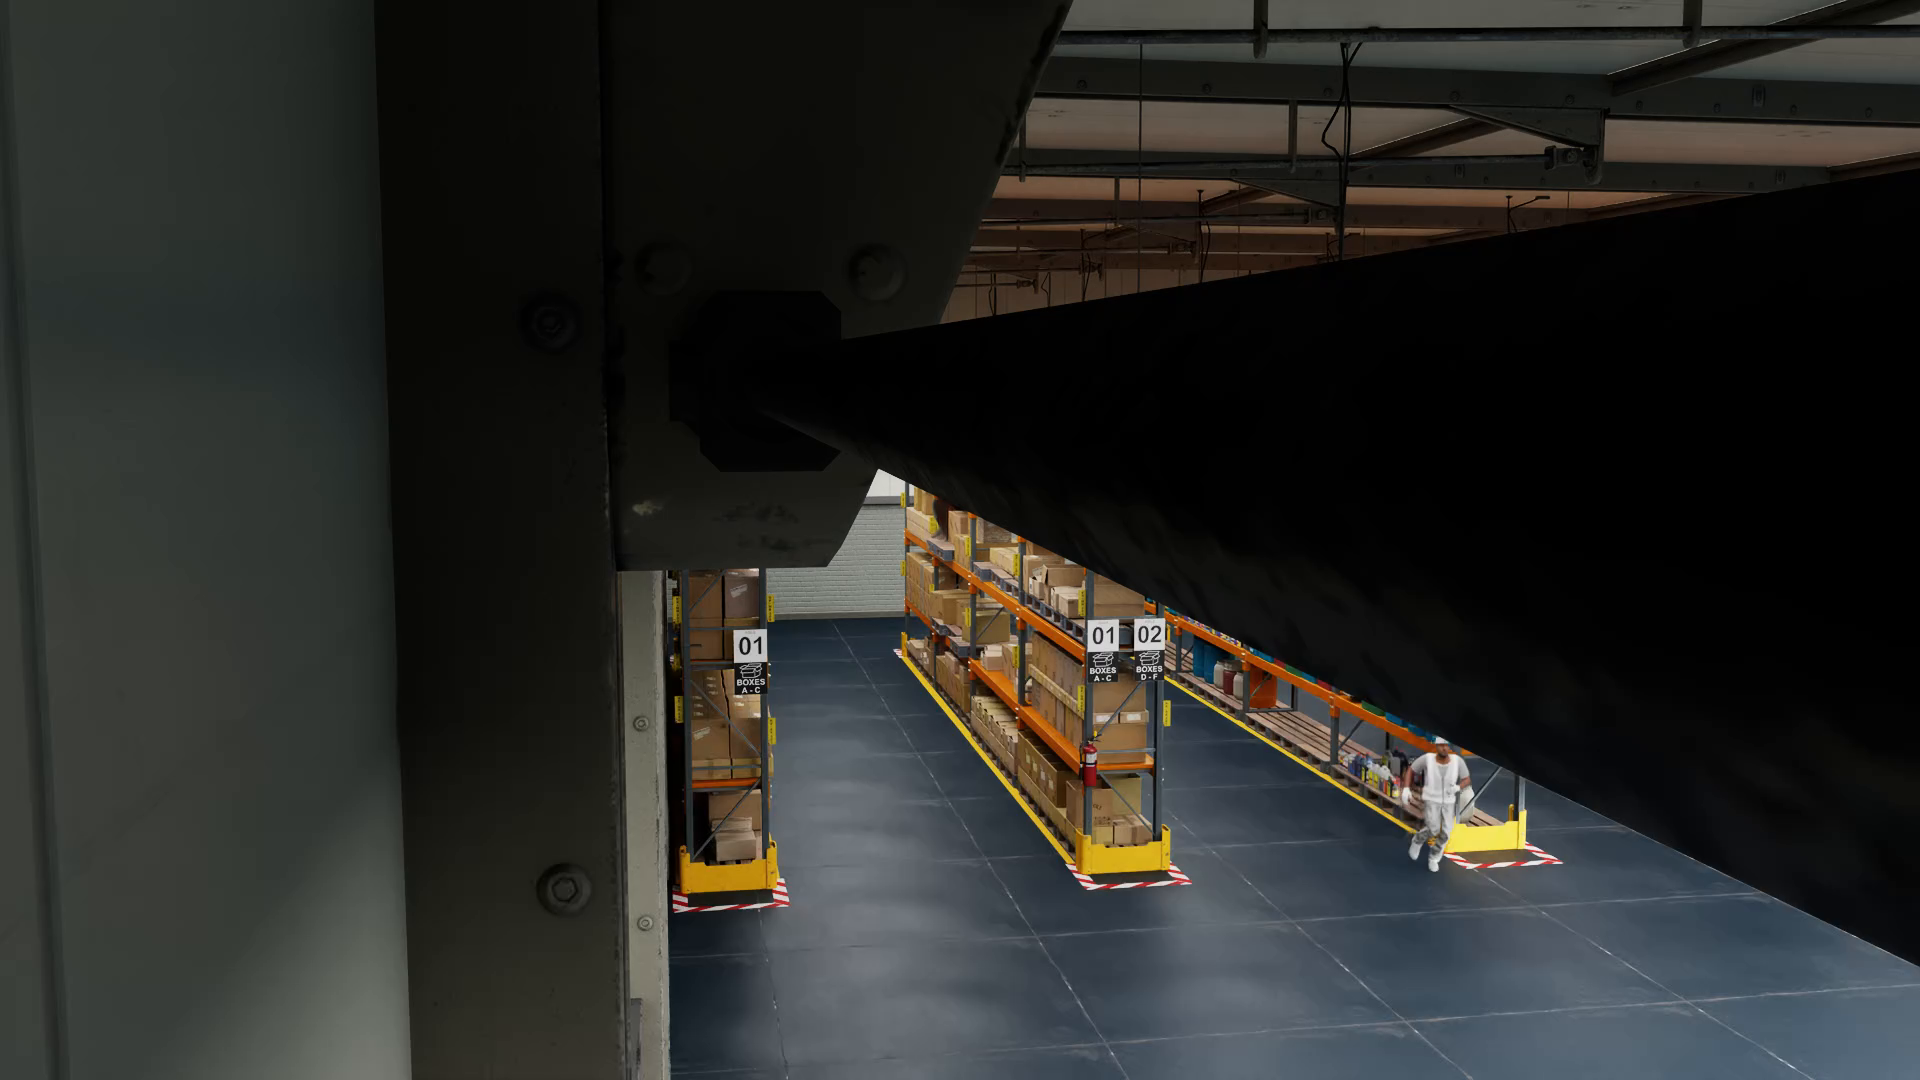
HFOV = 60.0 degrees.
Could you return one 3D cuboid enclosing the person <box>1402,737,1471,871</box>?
[{"bbox_3d":[6.034,3.309,21.005,0.808,1.734,0.561,-1,6,-7],"label":"person"}]
